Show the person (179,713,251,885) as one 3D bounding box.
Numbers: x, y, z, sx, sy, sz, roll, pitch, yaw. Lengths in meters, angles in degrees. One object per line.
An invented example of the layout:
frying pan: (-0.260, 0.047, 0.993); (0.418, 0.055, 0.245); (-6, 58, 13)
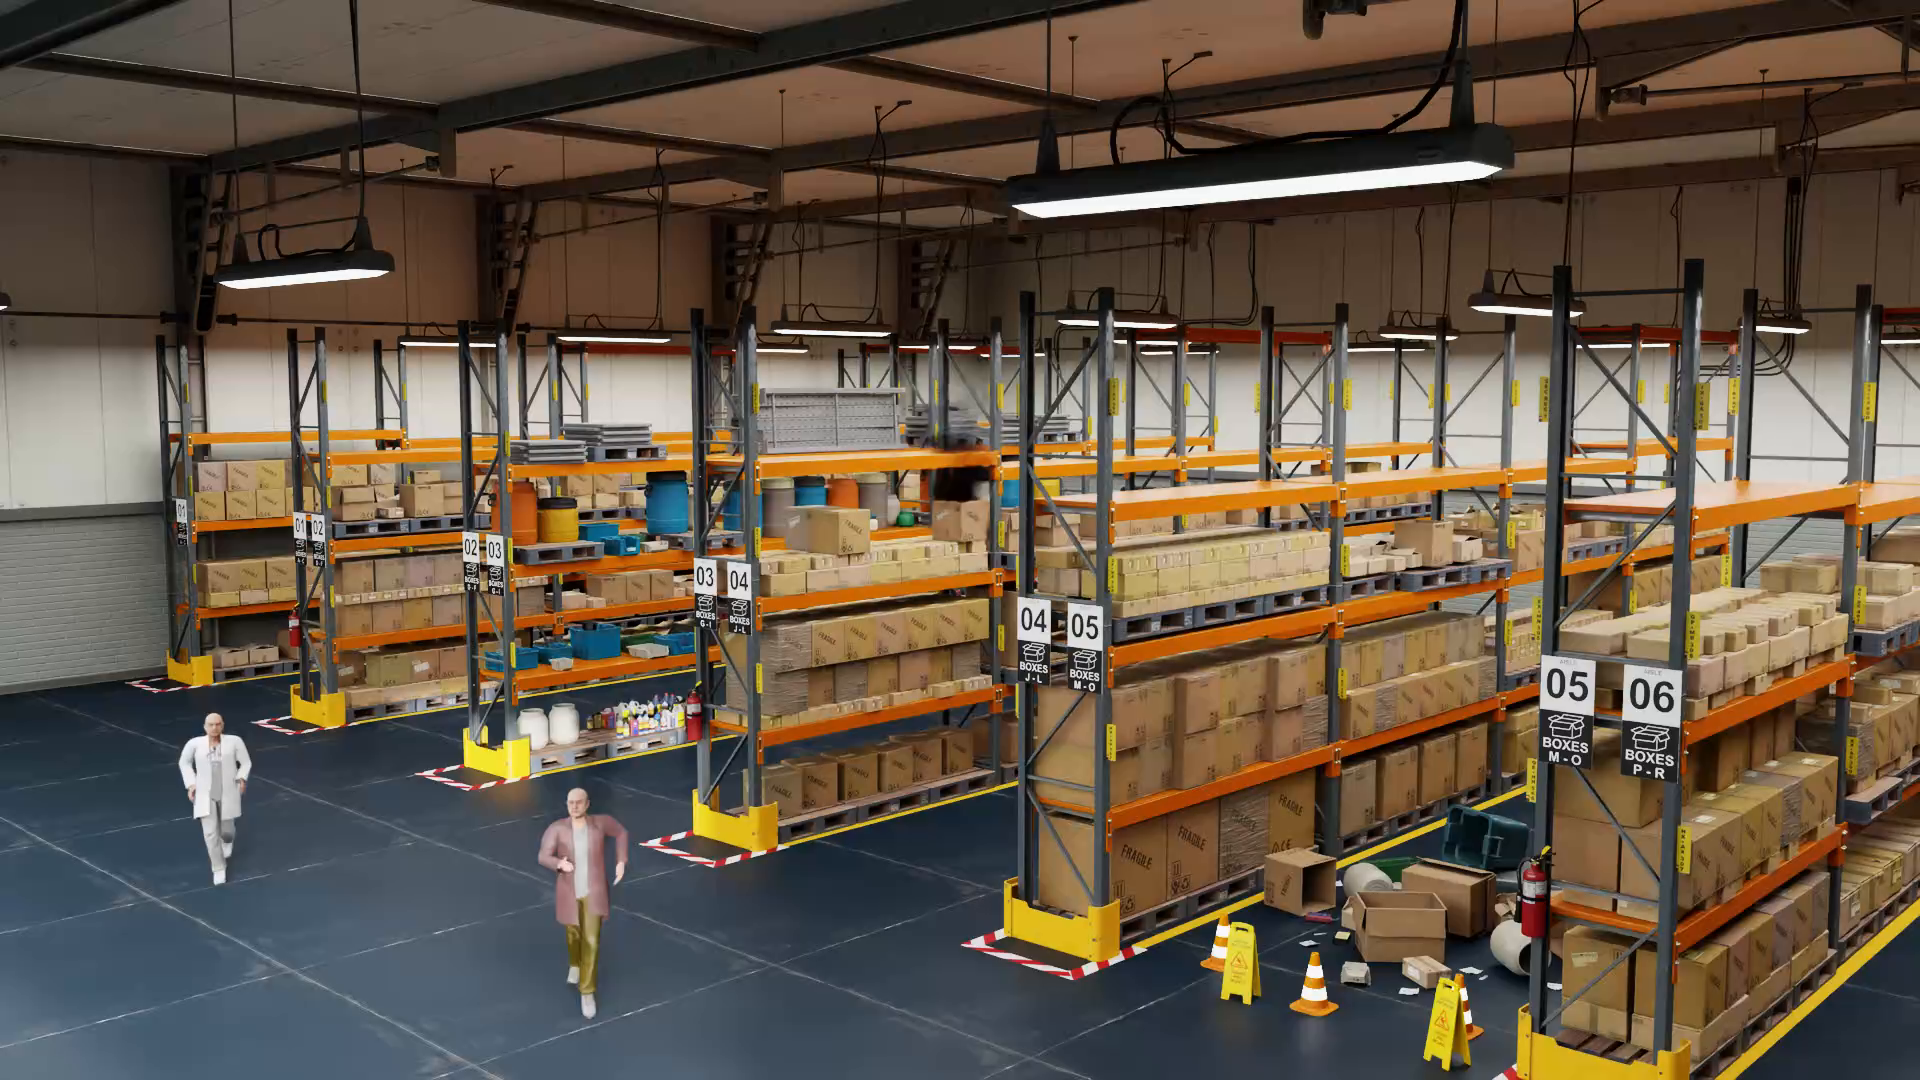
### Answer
person: (-7.816, 2.665, 17.478); (0.693, 1.750, 0.876); (-2, 6, -24)

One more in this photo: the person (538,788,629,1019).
person: (-3.161, 2.986, 13.947); (0.729, 1.807, 0.936); (-1, 5, -6)
